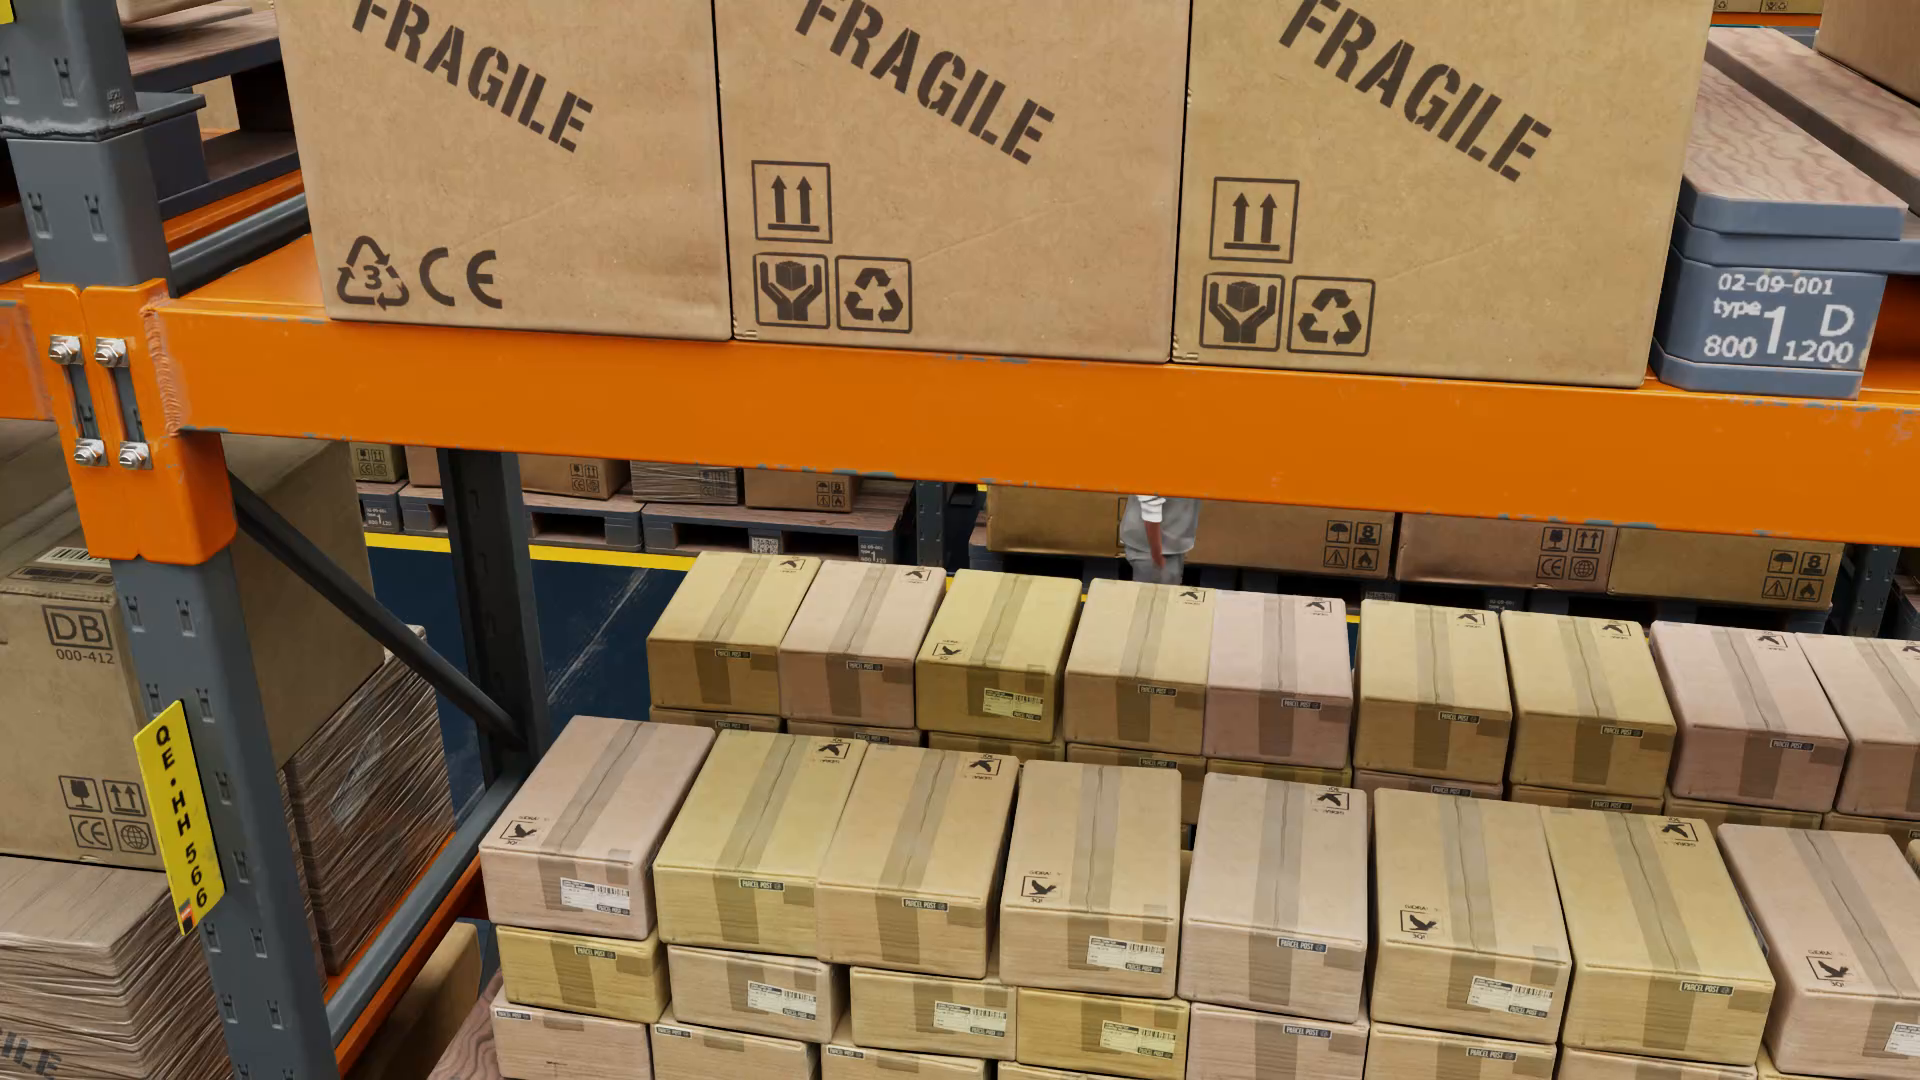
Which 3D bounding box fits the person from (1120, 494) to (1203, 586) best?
[{"bbox_3d":[0.738,0.011,6.134,0.323,1.633,0.420,5,26,10],"label":"person"}]
